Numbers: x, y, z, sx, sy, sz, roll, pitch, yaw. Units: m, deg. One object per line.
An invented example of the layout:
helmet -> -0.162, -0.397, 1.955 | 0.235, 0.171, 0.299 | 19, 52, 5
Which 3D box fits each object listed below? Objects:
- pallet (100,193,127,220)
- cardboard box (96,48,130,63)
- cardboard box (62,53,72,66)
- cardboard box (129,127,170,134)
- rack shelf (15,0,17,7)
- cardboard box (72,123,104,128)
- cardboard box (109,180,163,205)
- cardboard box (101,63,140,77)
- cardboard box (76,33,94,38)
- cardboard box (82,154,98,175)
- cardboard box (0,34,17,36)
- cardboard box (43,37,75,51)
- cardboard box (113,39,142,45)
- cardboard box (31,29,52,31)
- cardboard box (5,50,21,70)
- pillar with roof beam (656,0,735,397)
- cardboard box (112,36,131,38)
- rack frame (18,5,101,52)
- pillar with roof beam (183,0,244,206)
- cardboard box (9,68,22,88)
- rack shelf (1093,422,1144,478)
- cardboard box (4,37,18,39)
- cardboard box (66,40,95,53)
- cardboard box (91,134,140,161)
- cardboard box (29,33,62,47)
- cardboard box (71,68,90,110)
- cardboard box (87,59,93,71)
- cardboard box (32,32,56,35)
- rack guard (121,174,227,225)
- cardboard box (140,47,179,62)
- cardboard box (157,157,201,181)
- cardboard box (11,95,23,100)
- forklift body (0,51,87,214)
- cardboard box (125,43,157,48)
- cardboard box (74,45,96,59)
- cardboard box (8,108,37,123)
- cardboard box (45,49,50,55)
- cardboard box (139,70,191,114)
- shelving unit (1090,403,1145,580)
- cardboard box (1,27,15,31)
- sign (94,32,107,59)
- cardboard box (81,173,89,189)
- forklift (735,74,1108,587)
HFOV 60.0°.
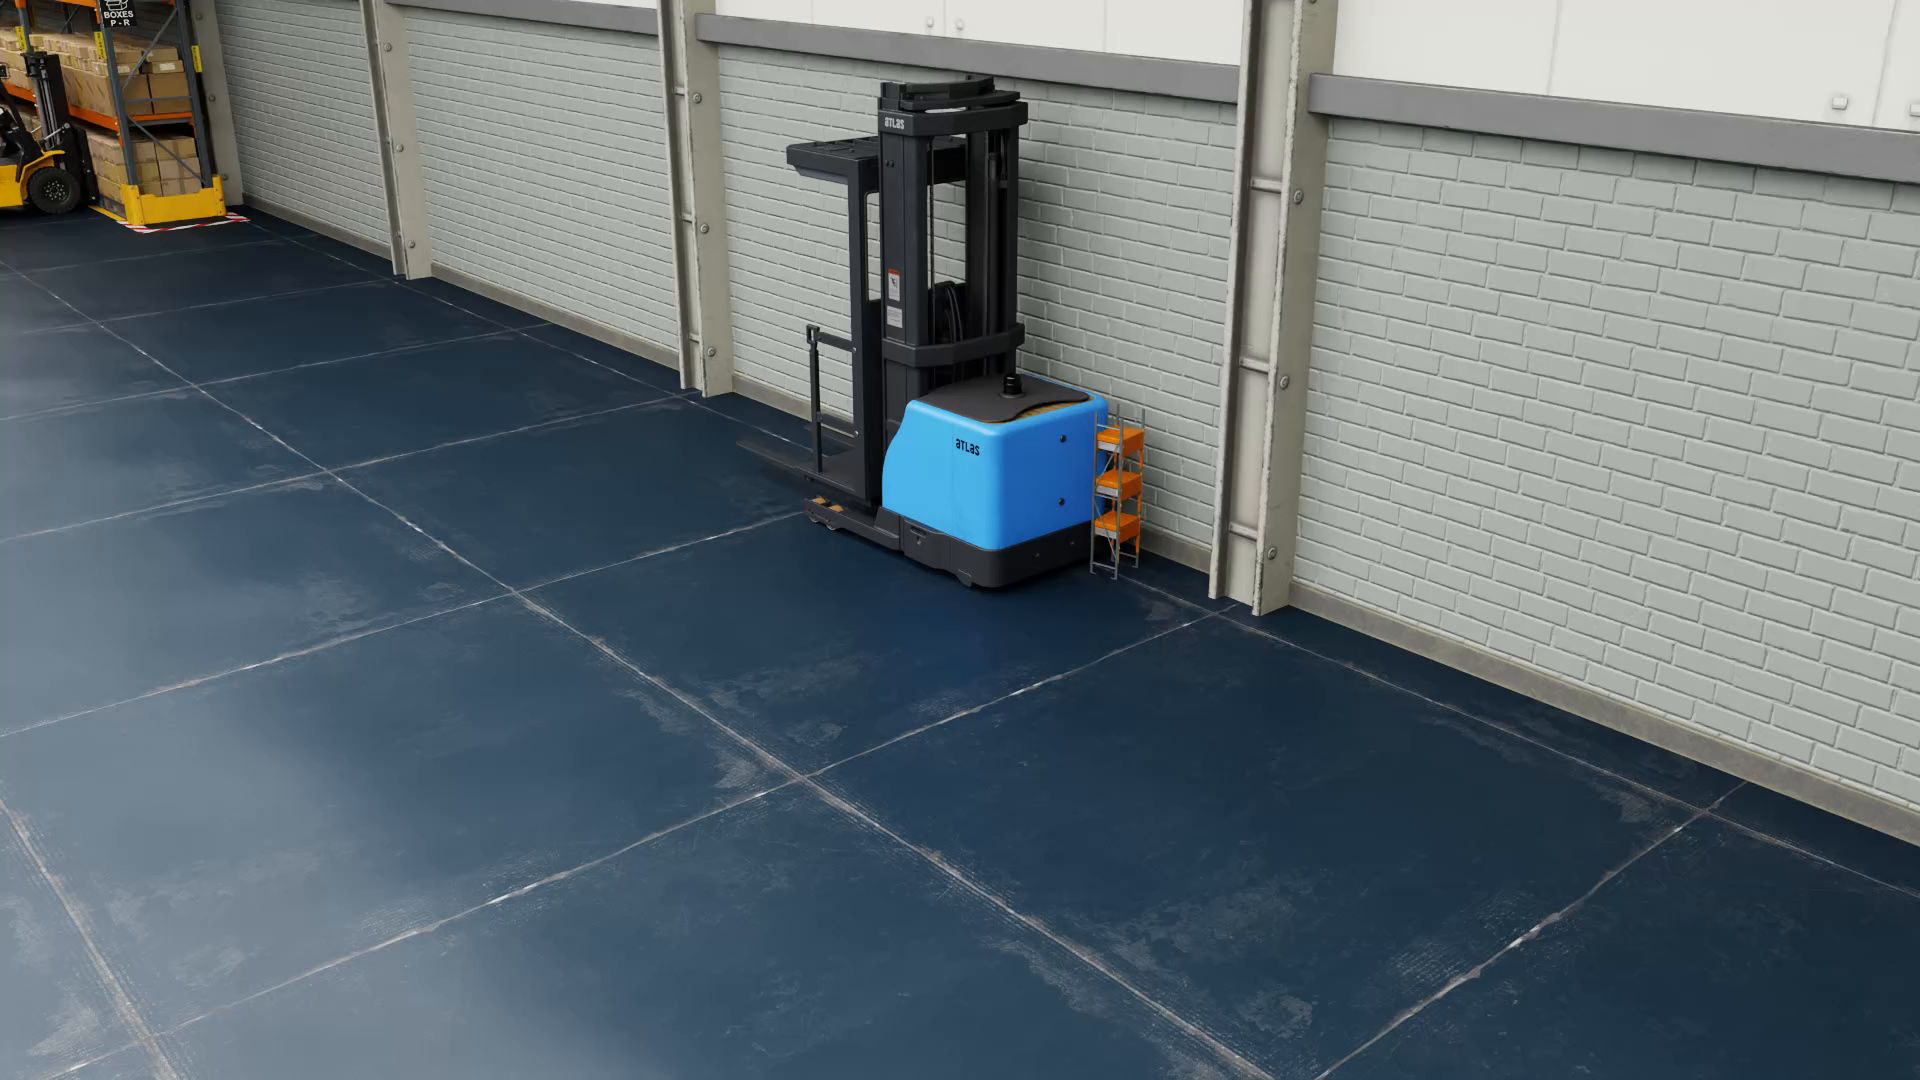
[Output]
pallet -> -10.756, -4.505, 22.197 | 1.003, 0.211, 1.213 | -17, 27, -37
cardboard box -> -10.804, -6.199, 21.263 | 0.380, 0.149, 0.250 | -17, 27, -37
cardboard box -> -11.834, -6.473, 22.372 | 0.380, 0.149, 0.250 | -18, 28, -38
cardboard box -> -11.043, -5.439, 22.581 | 0.500, 0.250, 0.500 | -18, 27, -38
rack shelf -> -14.142, -8.322, 24.991 | 1.077, 0.370, 4.000 | -17, 27, -37
cardboard box -> -12.099, -5.601, 22.996 | 0.500, 0.250, 0.500 | -16, 27, -36
cardboard box -> -10.772, -4.572, 21.739 | 0.500, 0.250, 0.500 | -17, 27, -37
cardboard box -> -10.664, -5.980, 21.112 | 0.380, 0.149, 0.250 | -17, 27, -37
cardboard box -> -12.267, -7.099, 23.562 | 0.380, 0.149, 0.250 | -18, 28, -39
cardboard box -> -11.452, -5.089, 22.373 | 0.500, 0.250, 0.500 | -18, 28, -39
cardboard box -> -14.369, -7.600, 25.249 | 0.380, 0.149, 0.250 | -17, 27, -37
cardboard box -> -12.351, -6.821, 22.852 | 0.380, 0.149, 0.250 | -17, 27, -36
cardboard box -> -11.271, -6.667, 22.459 | 0.380, 0.149, 0.250 | -17, 27, -37
cardboard box -> -14.491, -7.936, 26.108 | 0.380, 0.149, 0.250 | -18, 28, -38
cardboard box -> -13.692, -7.086, 24.482 | 0.500, 0.250, 0.500 | -18, 28, -39
pillar with roof beam -> -5.426, -4.462, 10.038 | 9.100, 9.000, 0.400 | -17, 27, -37
cardboard box -> -11.719, -6.898, 23.049 | 0.380, 0.149, 0.250 | -18, 28, -38
rack frame -> -12.837, -6.707, 23.996 | 1.000, 3.000, 0.127 | -17, 27, -37
pillar with roof beam -> -13.259, -7.778, 18.503 | 9.100, 9.000, 0.400 | -17, 27, -37
cardboard box -> -13.696, -6.852, 24.571 | 0.500, 0.250, 0.500 | -18, 27, -38
rack shelf -> 0.974, -0.552, 10.204 | 0.215, 0.259, 0.240 | 16, 26, 35
cardboard box -> -13.925, -7.373, 24.669 | 0.380, 0.149, 0.250 | -18, 28, -39
cardboard box -> -11.776, -6.634, 22.375 | 0.380, 0.149, 0.250 | -17, 27, -37
cardboard box -> -11.100, -5.176, 21.909 | 0.500, 0.250, 0.500 | -17, 27, -36
cardboard box -> -12.853, -7.036, 23.400 | 0.380, 0.149, 0.250 | -17, 27, -36
cardboard box -> -11.412, -6.009, 22.077 | 0.500, 0.500, 0.500 | -18, 28, -38
cardboard box -> -11.130, -6.201, 21.676 | 0.380, 0.149, 0.250 | -18, 27, -38
cardboard box -> -14.065, -7.700, 25.504 | 0.380, 0.149, 0.250 | -16, 27, -36
rack guard -> -10.210, -4.432, 21.614 | 1.175, 0.500, 0.348 | -17, 27, -37
cardboard box -> -10.283, -6.233, 21.351 | 0.380, 0.149, 0.250 | -18, 28, -38
cardboard box -> -10.375, -4.930, 21.966 | 0.500, 0.250, 0.500 | -17, 27, -36
cardboard box -> -15.552, -7.365, 27.636 | 0.380, 0.149, 0.250 | -16, 26, -35
forklift body -> -12.845, -5.297, 21.558 | 2.313, 2.155, 1.214 | -17, 27, -37
cardboard box -> -10.762, -6.455, 21.917 | 0.380, 0.149, 0.250 | -17, 27, -37
cardboard box -> -11.355, -6.397, 21.769 | 0.380, 0.149, 0.250 | -17, 27, -36
cardboard box -> -14.179, -6.362, 25.795 | 0.875, 0.625, 0.625 | -19, 28, -40
cardboard box -> -12.362, -6.683, 22.907 | 0.380, 0.149, 0.250 | -17, 27, -36
cardboard box -> -10.339, -5.852, 21.675 | 0.500, 0.500, 0.500 | -16, 27, -36
shelving unit -> 0.974, -0.297, 10.304 | 0.215, 1.050, 0.252 | 16, 26, 35
cardboard box -> -15.082, -8.119, 26.575 | 0.380, 0.149, 0.250 | -16, 27, -36
sign -> -10.646, -6.126, 20.600 | 0.100, 0.325, 0.005 | -17, 27, -37
cardboard box -> -11.765, -4.990, 22.807 | 0.500, 0.250, 0.500 | -16, 27, -36
forklift -> -0.408, -1.536, 10.888 | 1.130, 2.935, 3.031 | -18, 27, -38
